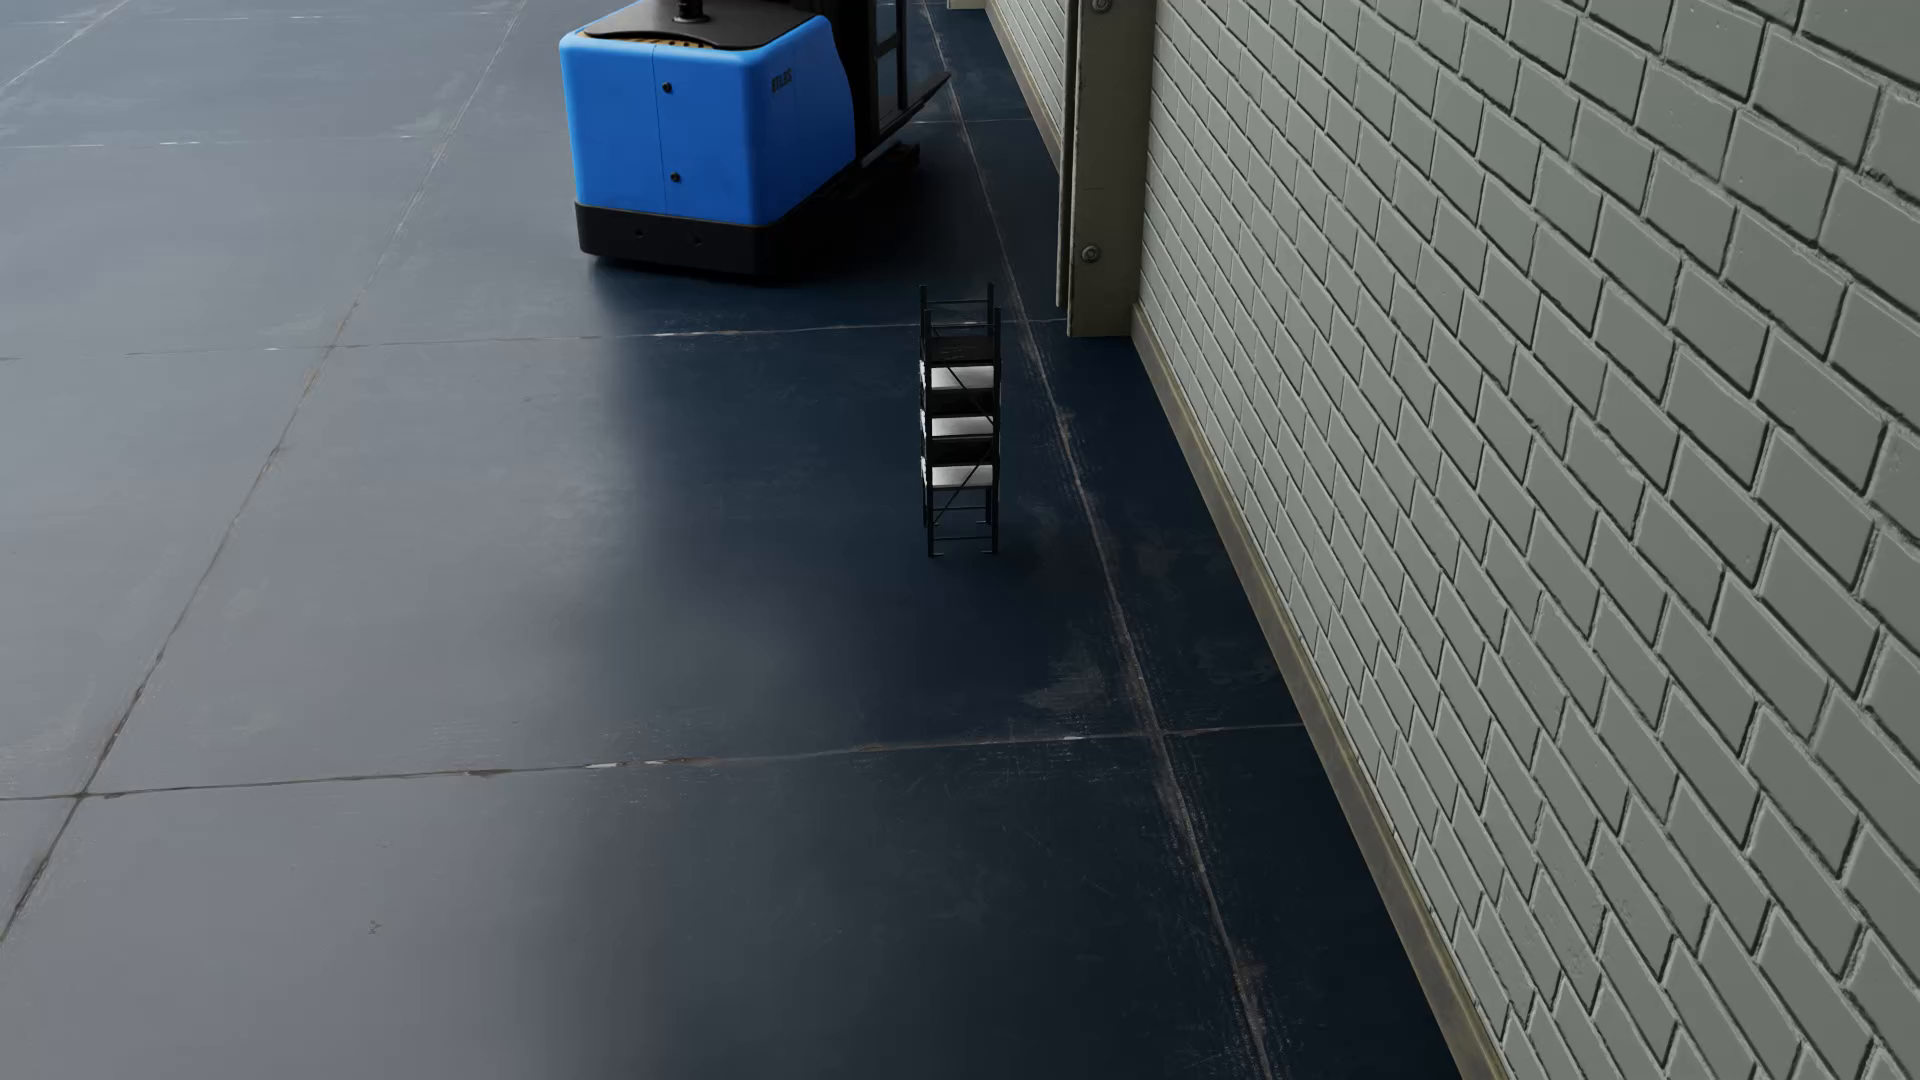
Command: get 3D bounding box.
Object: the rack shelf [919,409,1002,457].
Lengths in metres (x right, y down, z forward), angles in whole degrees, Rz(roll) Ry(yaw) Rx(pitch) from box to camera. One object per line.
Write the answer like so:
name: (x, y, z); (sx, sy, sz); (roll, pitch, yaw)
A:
rack shelf: (-0.001, -0.362, 5.543); (0.258, 0.077, 0.200); (-3, 31, -5)

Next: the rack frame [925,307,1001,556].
rack frame: (0.009, -0.339, 5.439); (0.240, 0.900, 0.006); (-3, 31, -5)

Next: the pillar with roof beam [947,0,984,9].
pillar with roof beam: (-4.239, -7.709, 9.880); (9.100, 9.000, 0.400); (-3, 31, -5)

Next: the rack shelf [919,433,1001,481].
rack shelf: (-0.001, -0.285, 5.589); (0.258, 0.077, 0.200); (-3, 31, -5)

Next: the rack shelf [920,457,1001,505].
rack shelf: (-0.001, -0.207, 5.636); (0.258, 0.077, 0.200); (-3, 31, -5)

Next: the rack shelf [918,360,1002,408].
rack shelf: (-0.001, -0.516, 5.451); (0.258, 0.077, 0.200); (-3, 31, -5)

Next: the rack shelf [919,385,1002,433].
rack shelf: (-0.001, -0.439, 5.497); (0.258, 0.077, 0.200); (-3, 31, -5)

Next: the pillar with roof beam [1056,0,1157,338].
pillar with roof beam: (-3.679, -4.645, 4.752); (9.100, 9.000, 0.400); (-3, 31, -5)

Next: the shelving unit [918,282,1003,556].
shelving unit: (-0.001, -0.390, 5.526); (0.258, 0.900, 0.210); (-3, 31, -5)

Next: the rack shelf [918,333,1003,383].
rack shelf: (-0.001, -0.594, 5.405); (0.258, 0.077, 0.200); (-3, 31, -5)

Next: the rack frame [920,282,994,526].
rack frame: (-0.010, -0.442, 5.613); (0.240, 0.900, 0.006); (-3, 31, -5)

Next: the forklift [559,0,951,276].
forklift: (-0.859, -3.214, 8.273); (1.130, 2.935, 3.031); (10, 32, 16)
